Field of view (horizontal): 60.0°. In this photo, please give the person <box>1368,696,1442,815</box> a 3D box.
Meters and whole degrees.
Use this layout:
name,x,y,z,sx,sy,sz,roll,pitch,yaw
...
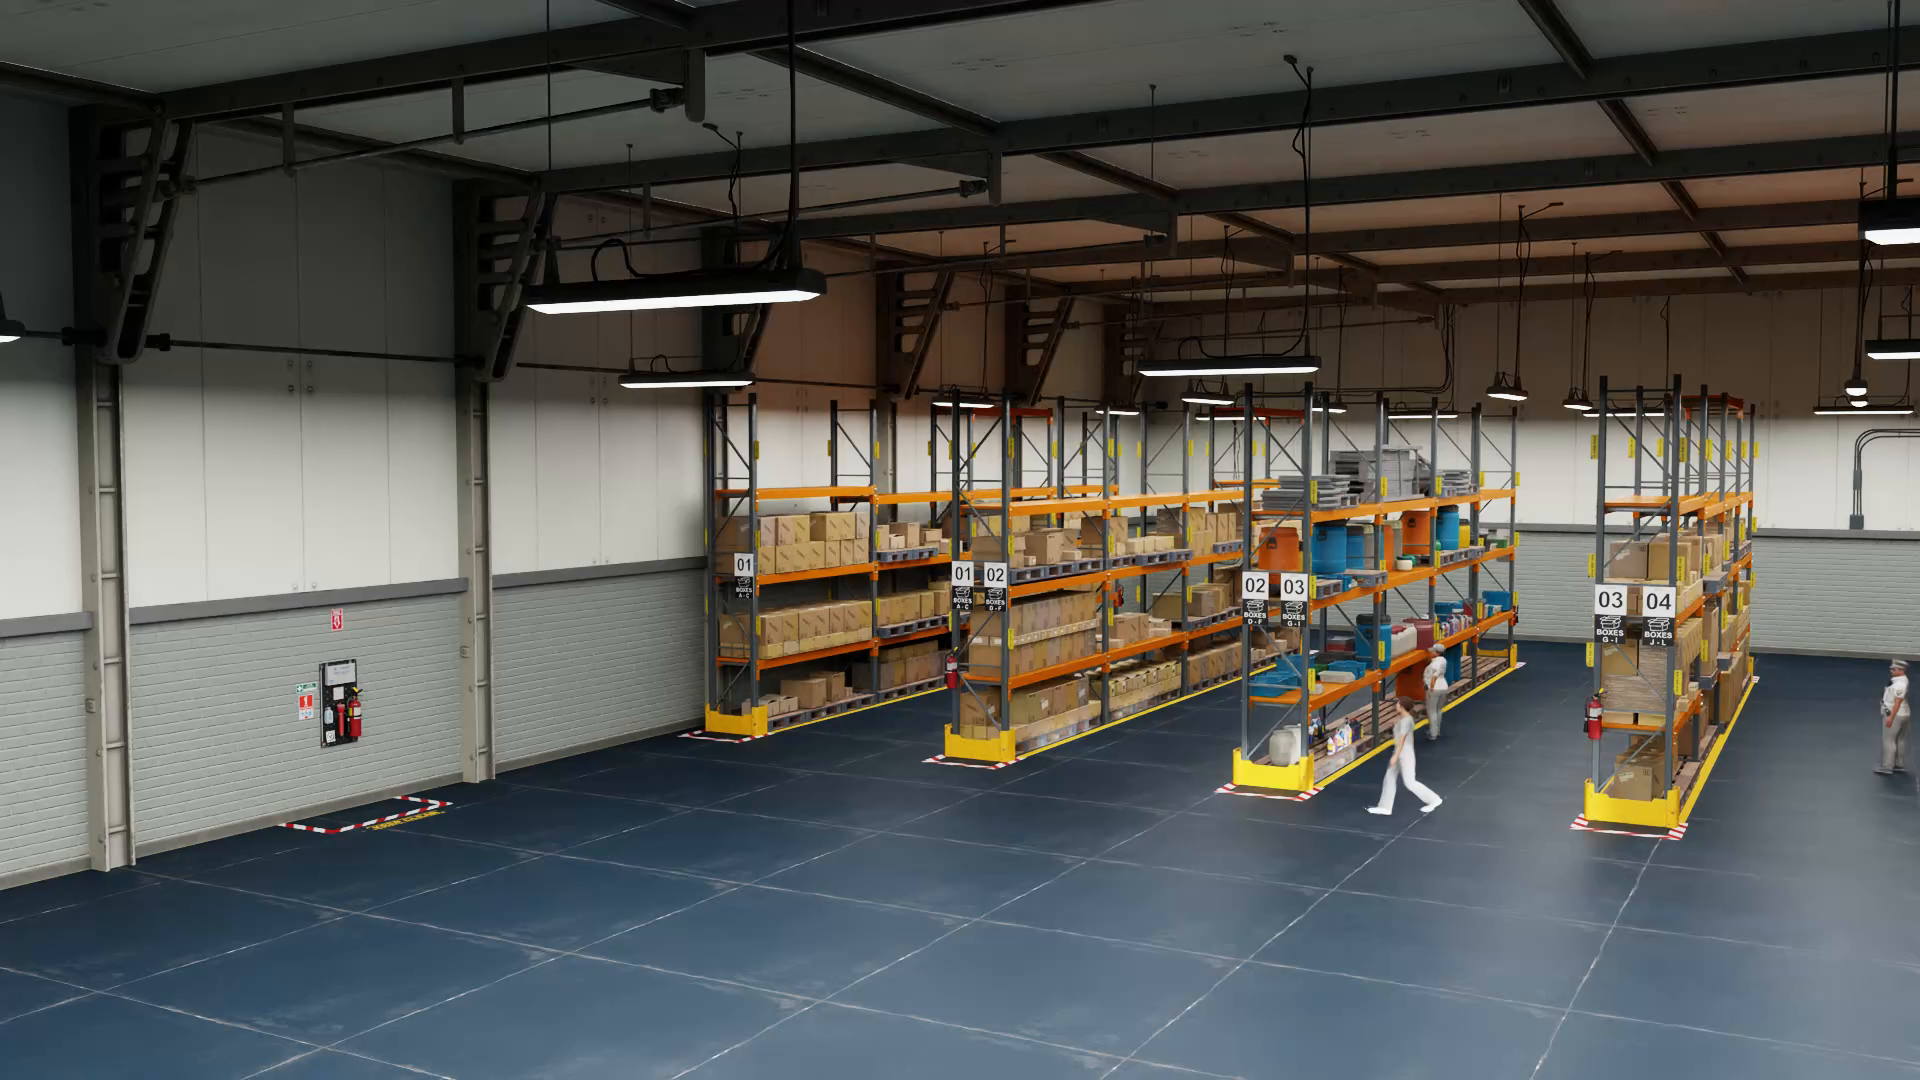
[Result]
name,x,y,z,sx,sy,sz,roll,pitch,yaw
person,6.086,2.949,22.693,0.951,1.644,0.413,0,3,0

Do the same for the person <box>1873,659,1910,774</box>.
name,x,y,z,sx,sy,sz,roll,pitch,yaw
person,14.475,2.730,25.784,0.592,1.772,0.441,-3,4,-43

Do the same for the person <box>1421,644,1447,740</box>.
name,x,y,z,sx,sy,sz,roll,pitch,yaw
person,8.218,2.619,28.970,0.536,1.657,0.556,-3,4,-39
